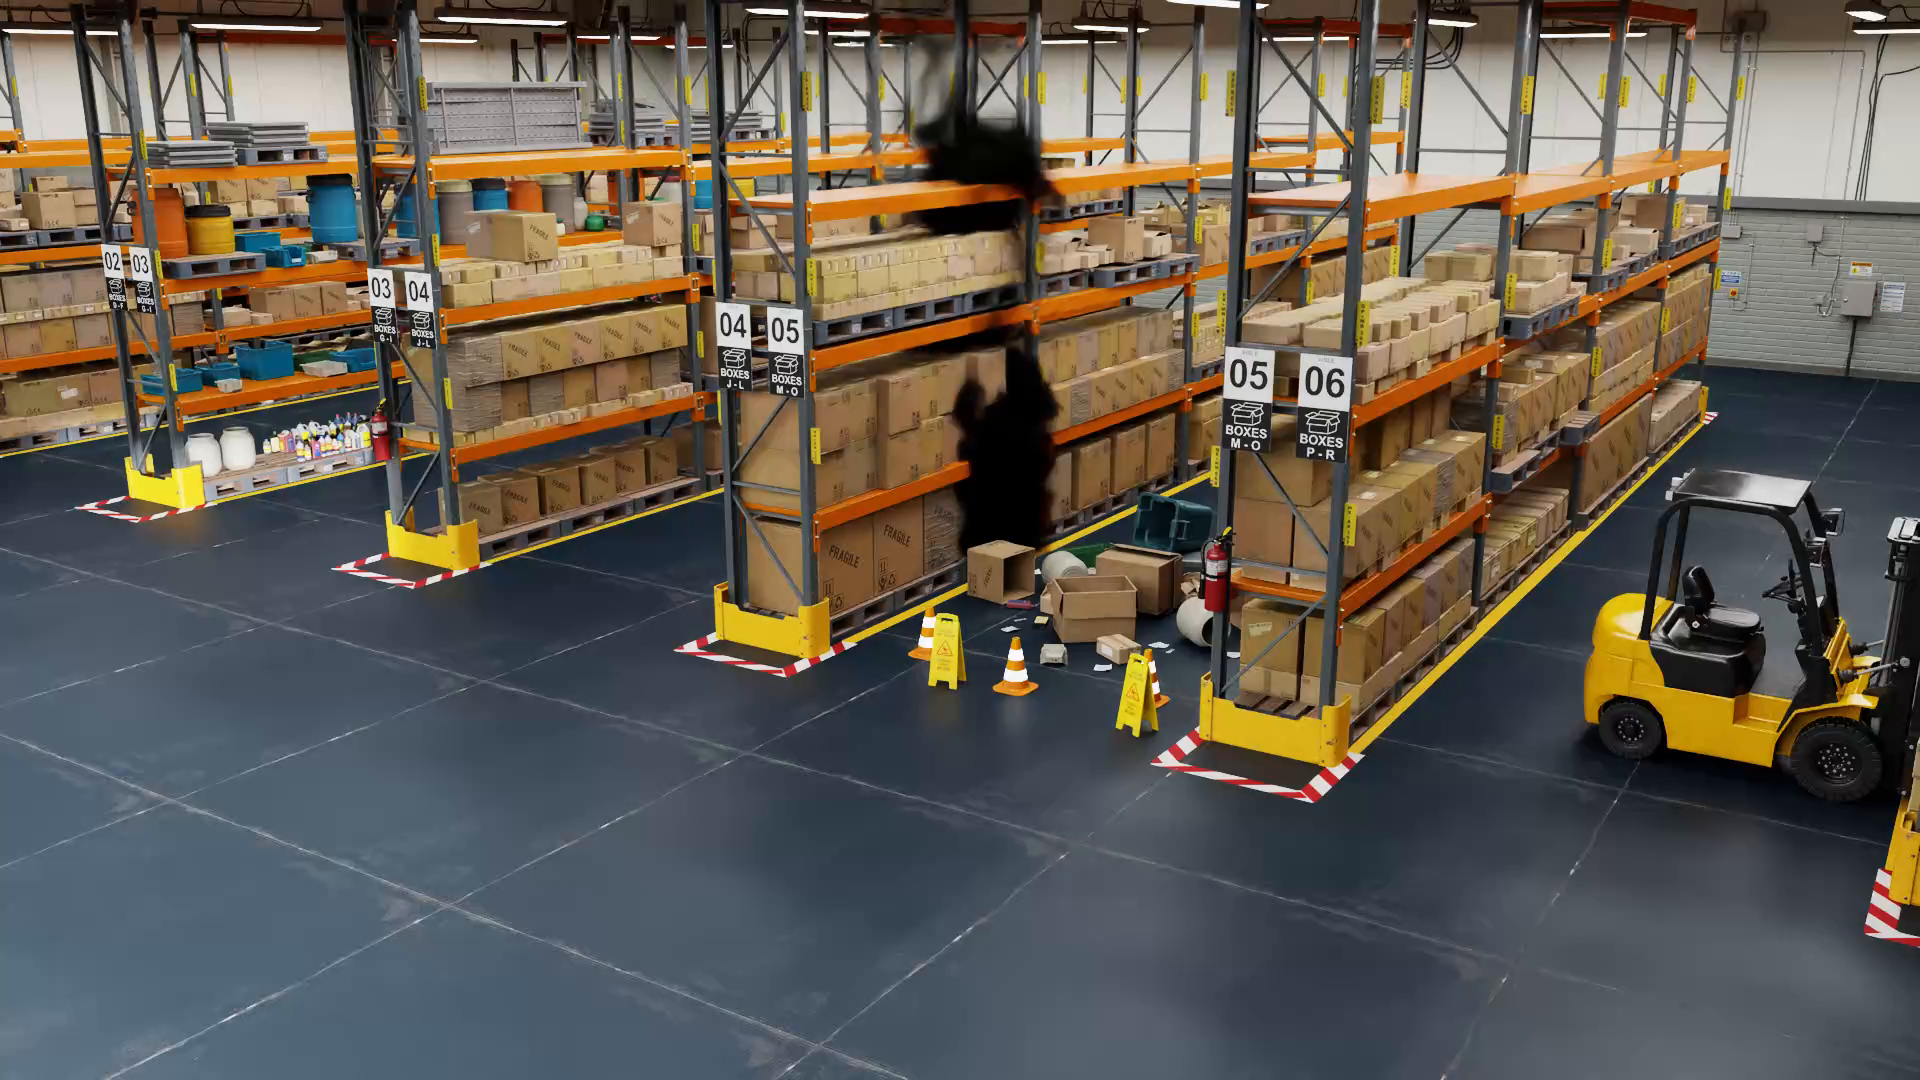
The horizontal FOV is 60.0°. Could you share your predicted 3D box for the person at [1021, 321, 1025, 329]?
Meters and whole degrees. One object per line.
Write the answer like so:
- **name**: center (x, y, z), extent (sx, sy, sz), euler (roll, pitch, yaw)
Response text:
- **person**: center (0.959, -2.517, 25.103), extent (0.583, 1.673, 0.649), euler (6, 17, 21)
